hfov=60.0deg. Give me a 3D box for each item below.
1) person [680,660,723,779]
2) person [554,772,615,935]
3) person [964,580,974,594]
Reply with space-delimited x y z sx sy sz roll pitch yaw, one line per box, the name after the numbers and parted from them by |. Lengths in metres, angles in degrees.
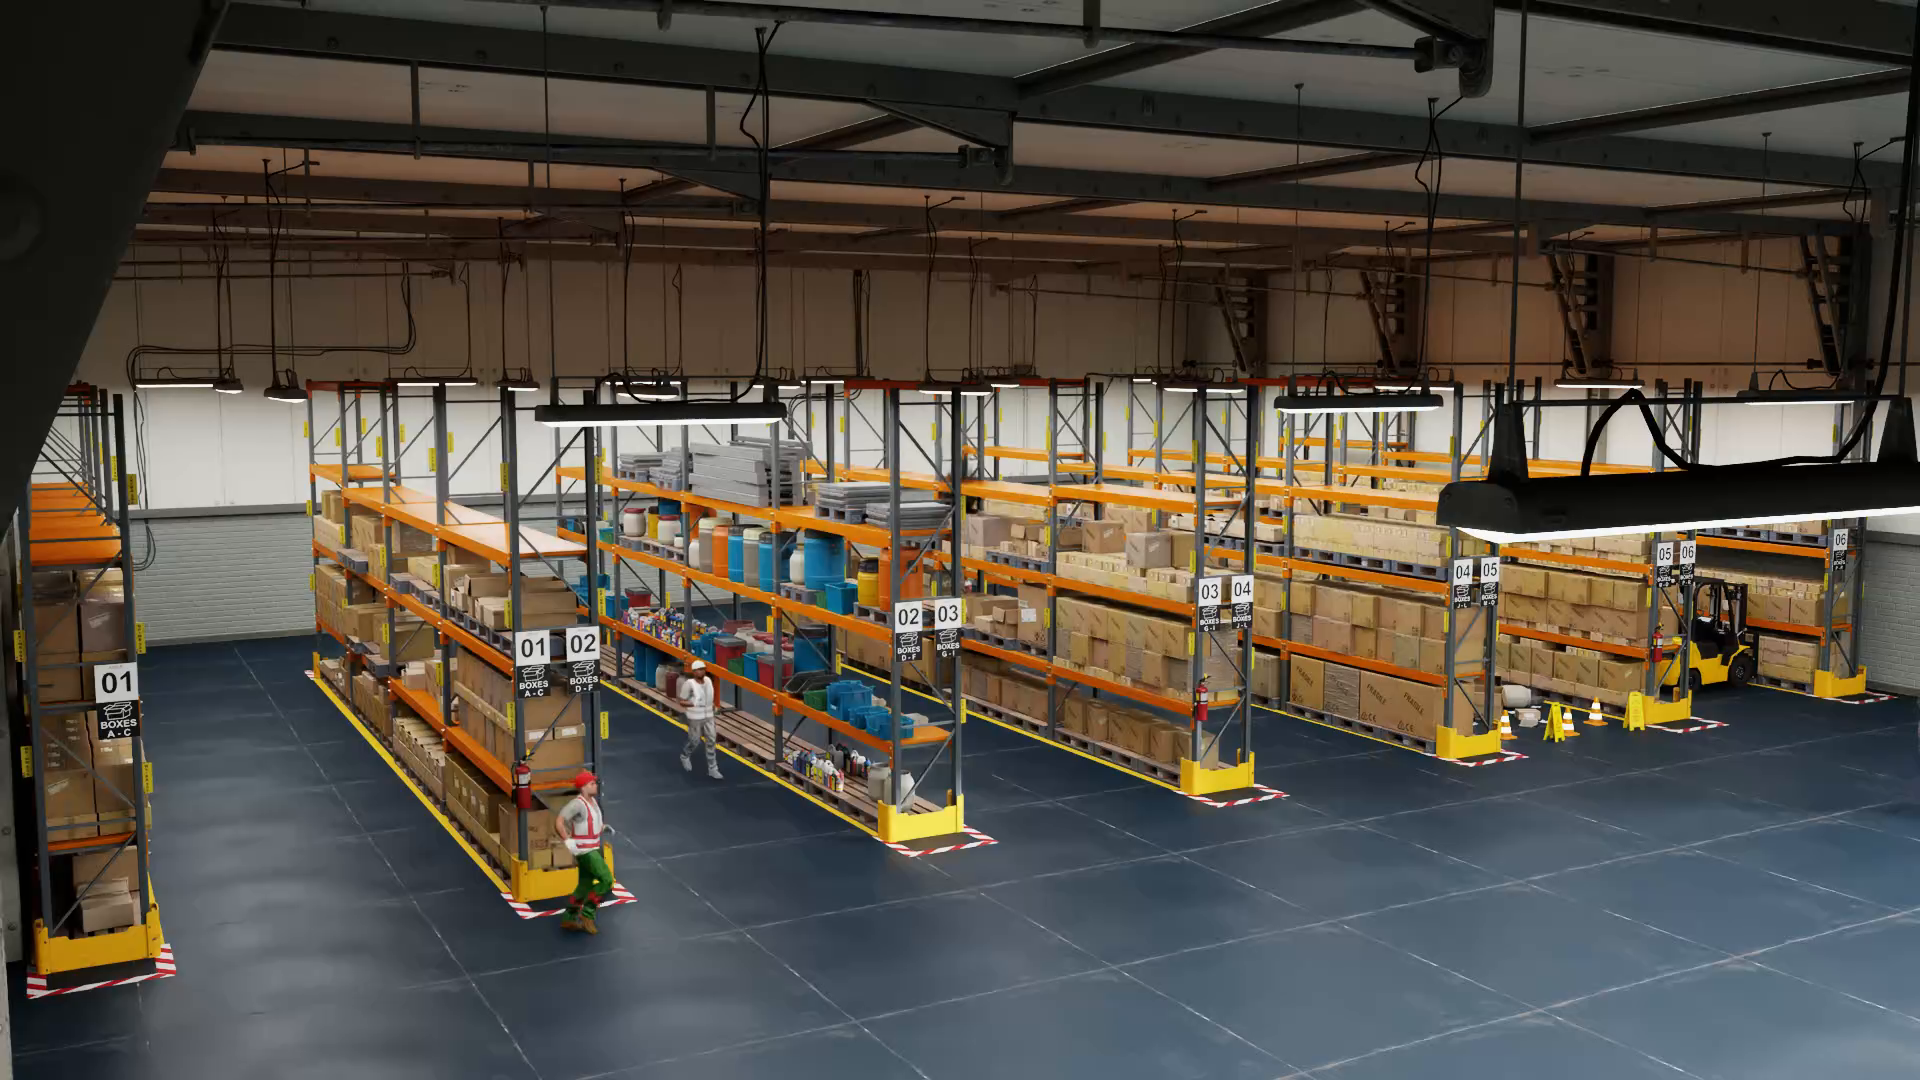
-3.953 2.711 25.354 0.690 1.762 0.972 -5 8 -41 | person
-4.162 3.484 18.604 0.610 1.777 0.686 0 6 -1 | person
0.164 1.675 34.825 0.663 1.663 0.863 -4 7 -30 | person
